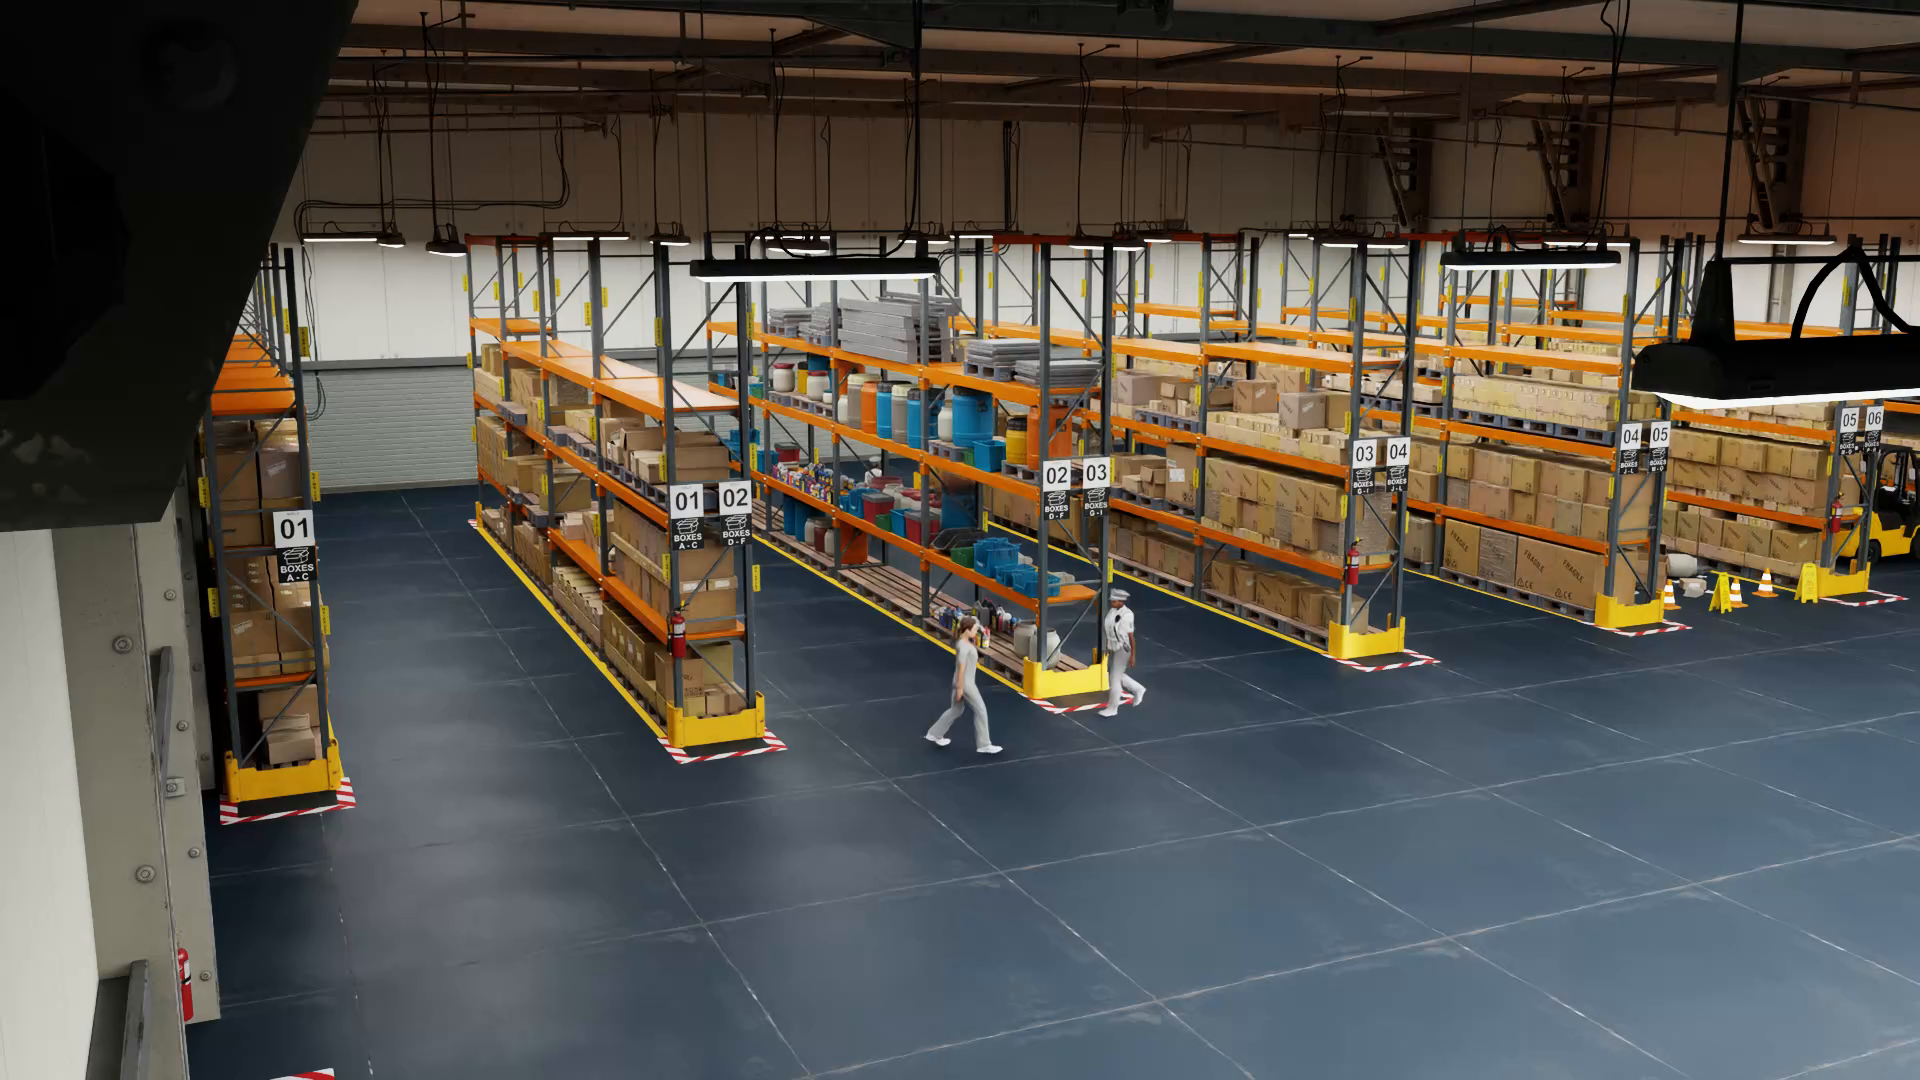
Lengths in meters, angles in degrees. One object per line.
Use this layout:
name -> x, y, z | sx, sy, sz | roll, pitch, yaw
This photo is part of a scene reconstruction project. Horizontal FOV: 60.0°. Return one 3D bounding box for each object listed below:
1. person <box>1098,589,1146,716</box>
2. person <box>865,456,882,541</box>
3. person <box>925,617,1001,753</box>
person -> 2.107, 1.423, 21.471 | 0.809, 1.641, 0.539 | -5, 12, -24
person -> -1.672, -0.814, 32.917 | 0.543, 1.685, 0.450 | 4, 12, 20
person -> 0.035, 1.724, 19.933 | 0.880, 1.640, 0.455 | -1, 11, -7
